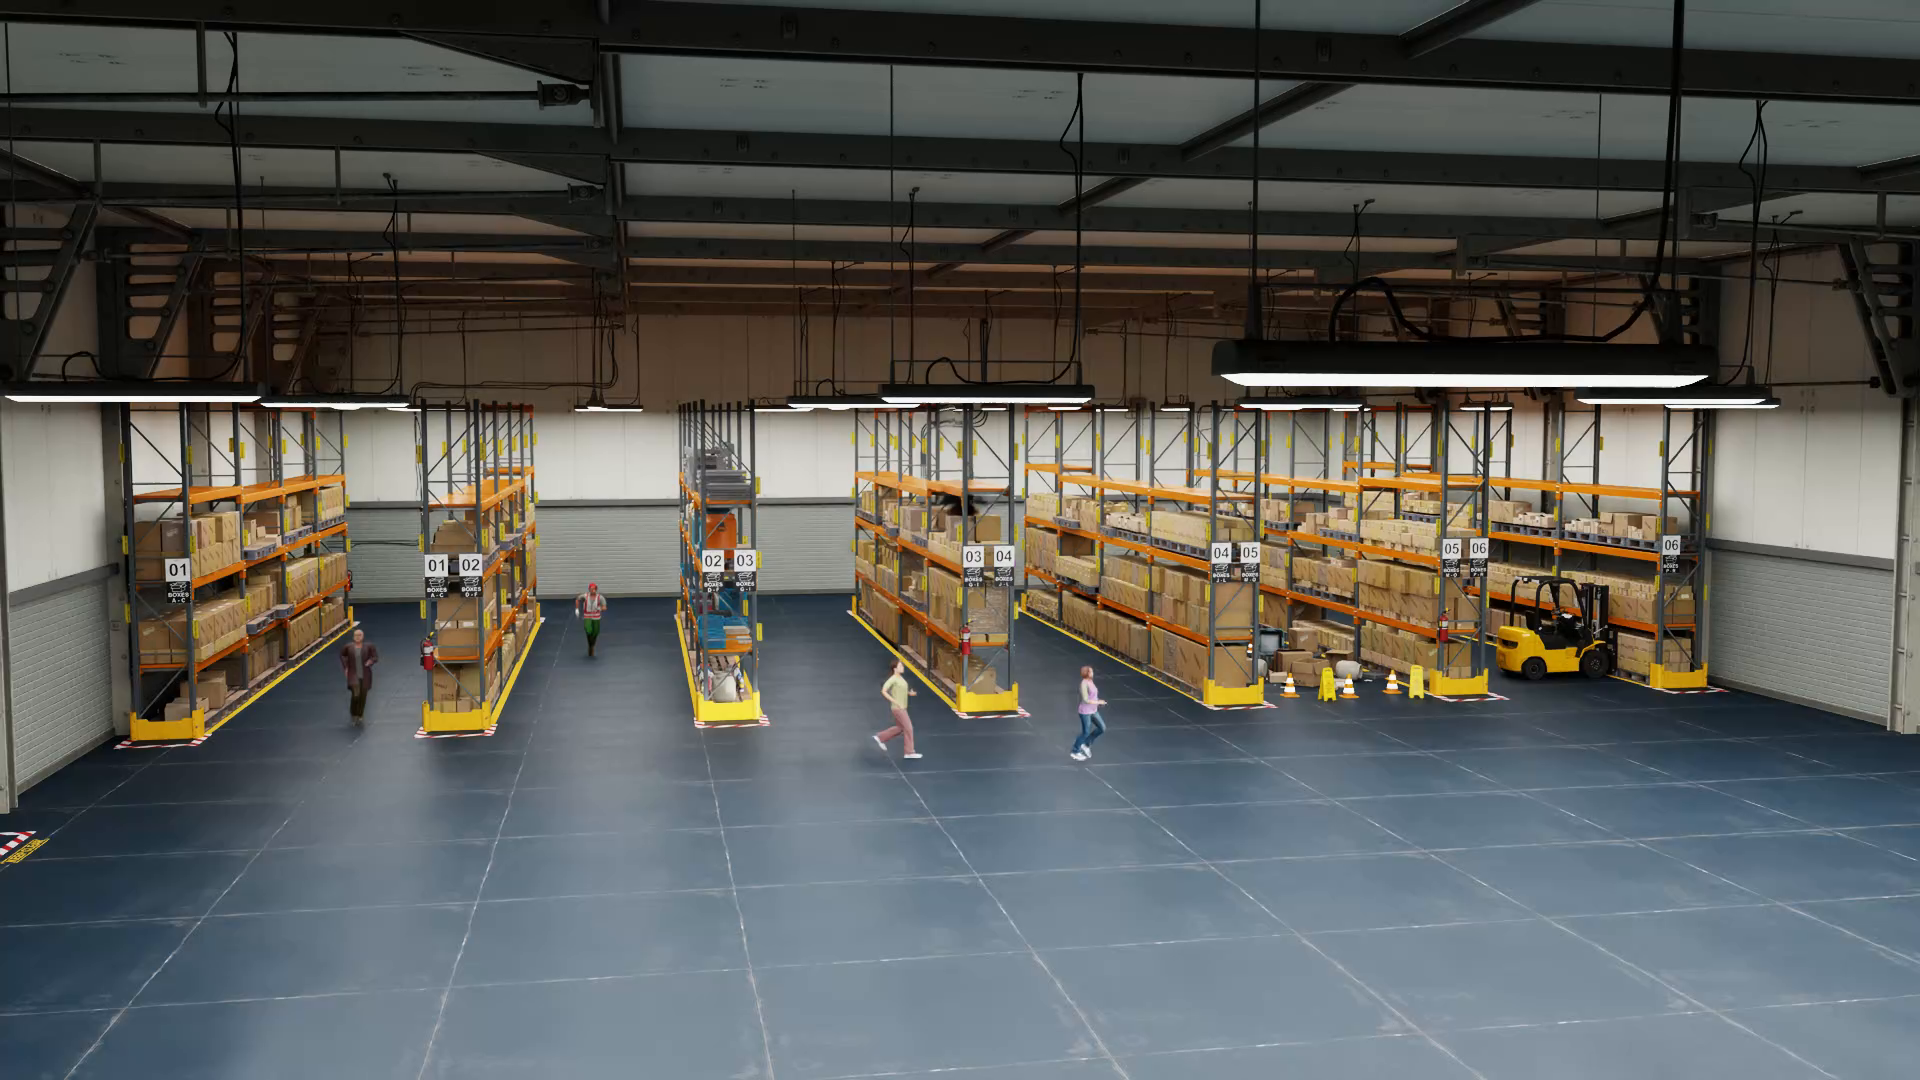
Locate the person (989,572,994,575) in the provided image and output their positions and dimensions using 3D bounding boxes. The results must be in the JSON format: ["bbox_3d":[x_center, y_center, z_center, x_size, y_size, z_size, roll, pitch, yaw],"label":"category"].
[{"bbox_3d":[0.680,1.195,48.862,0.783,1.694,0.779,4,6,45],"label":"person"}]

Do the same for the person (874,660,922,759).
[{"bbox_3d":[-1.046,2.806,27.702,0.875,1.642,0.590,1,4,17],"label":"person"}]

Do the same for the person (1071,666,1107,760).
[{"bbox_3d":[2.148,2.853,27.481,0.638,1.570,0.518,2,5,26],"label":"person"}]

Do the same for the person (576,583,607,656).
[{"bbox_3d":[-8.690,1.866,39.207,0.700,1.729,0.796,-1,4,-15],"label":"person"}]

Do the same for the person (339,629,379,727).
[{"bbox_3d":[-11.041,2.542,30.603,0.671,1.798,0.773,-2,5,-23],"label":"person"}]
